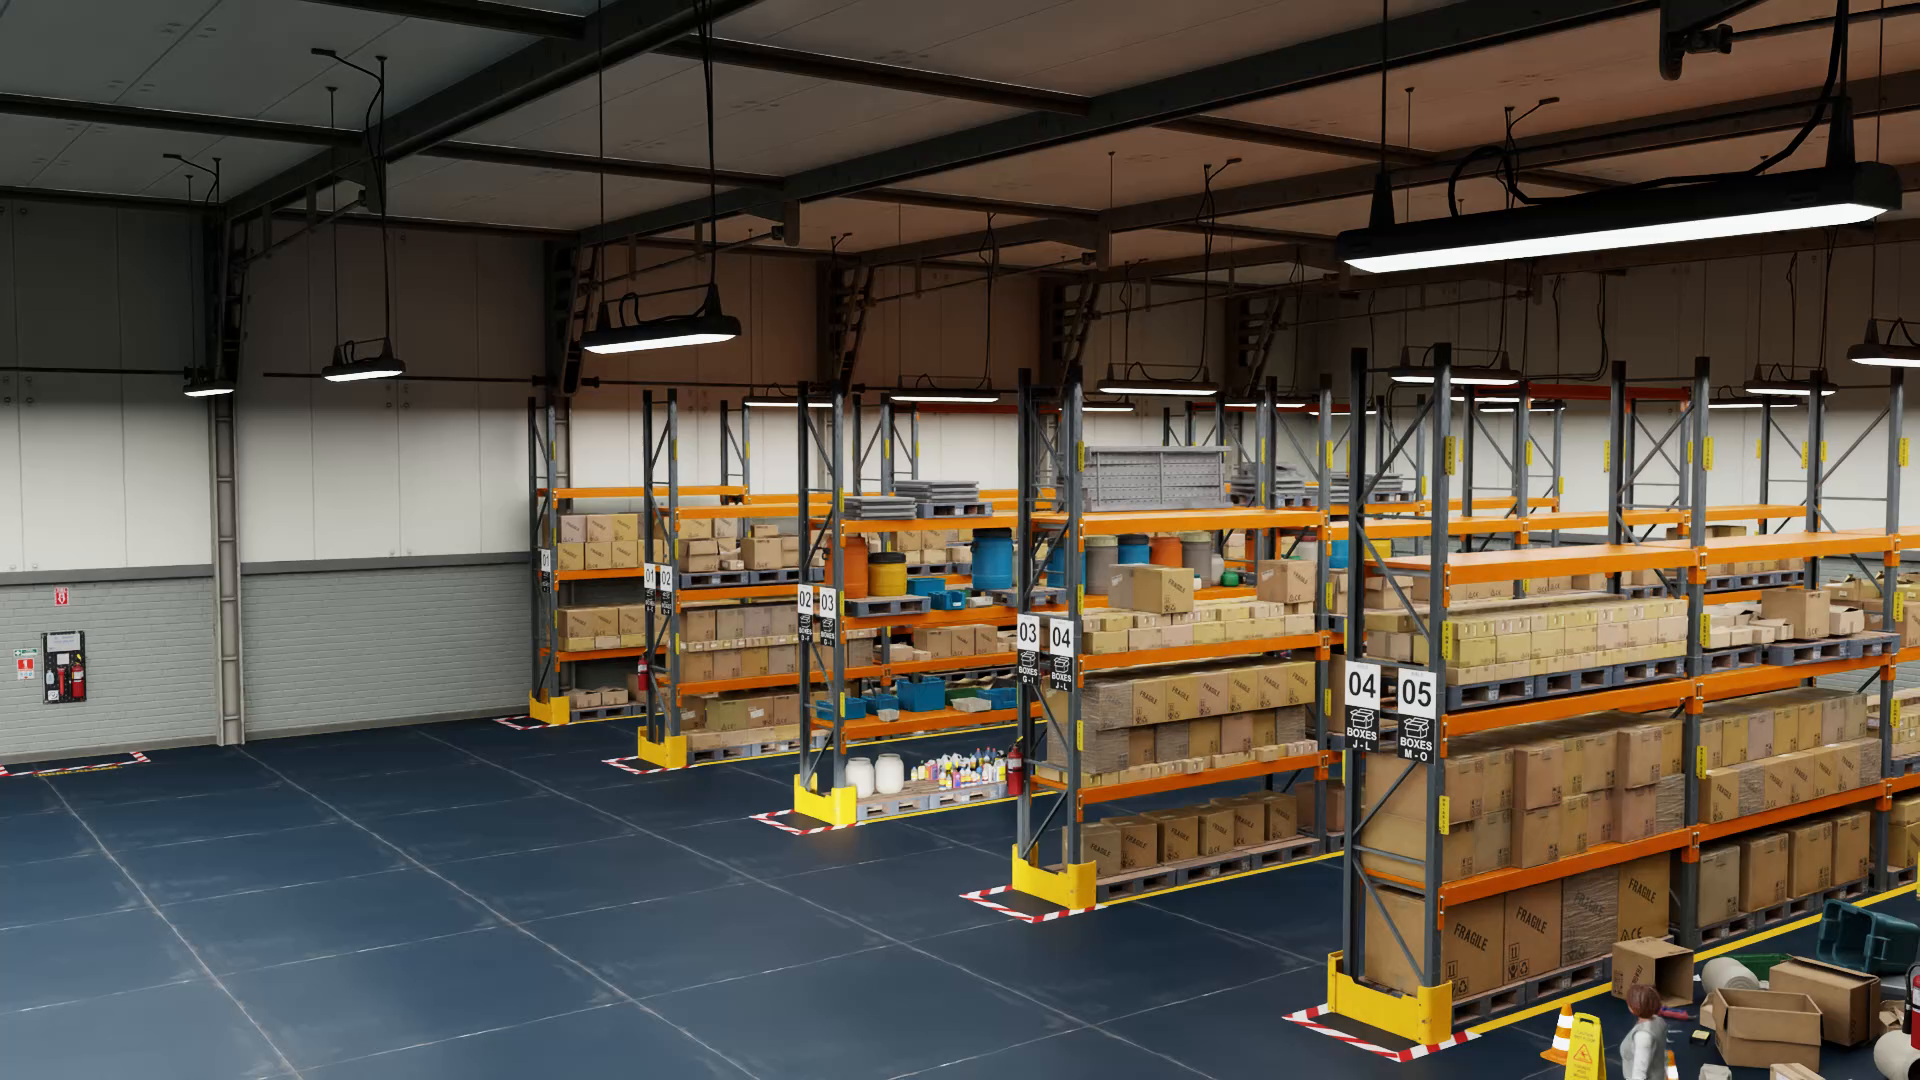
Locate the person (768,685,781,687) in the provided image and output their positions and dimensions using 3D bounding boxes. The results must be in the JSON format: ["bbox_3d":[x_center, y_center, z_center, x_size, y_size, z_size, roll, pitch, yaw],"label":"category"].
[{"bbox_3d":[-3.423,2.494,30.157,0.800,1.744,0.623,-2,4,-26],"label":"person"}]

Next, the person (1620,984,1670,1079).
[{"bbox_3d":[4.582,3.707,10.936,0.473,1.587,0.396,1,4,21],"label":"person"}]
